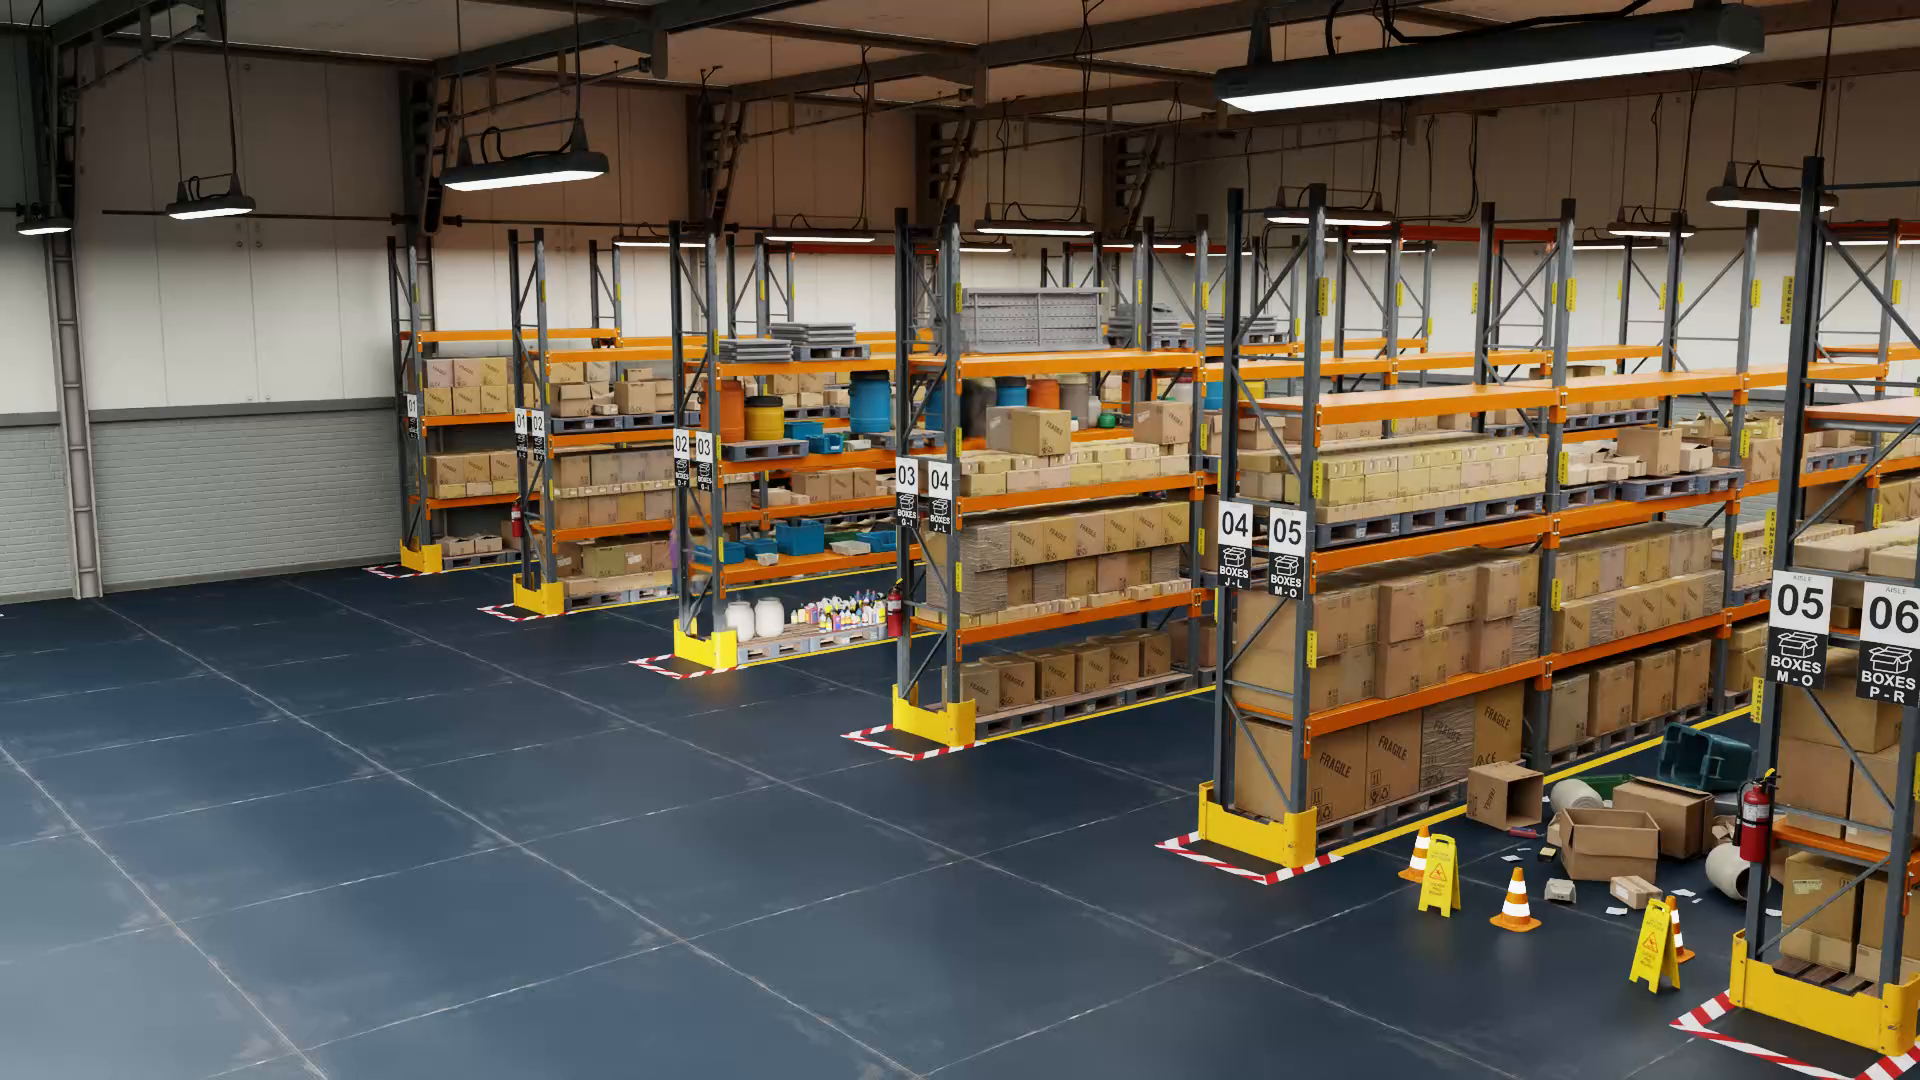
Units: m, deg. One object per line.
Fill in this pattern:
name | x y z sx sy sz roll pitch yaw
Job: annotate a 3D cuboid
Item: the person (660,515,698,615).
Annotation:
person | -4.071 0.394 24.160 0.564 1.552 0.502 8 12 41
